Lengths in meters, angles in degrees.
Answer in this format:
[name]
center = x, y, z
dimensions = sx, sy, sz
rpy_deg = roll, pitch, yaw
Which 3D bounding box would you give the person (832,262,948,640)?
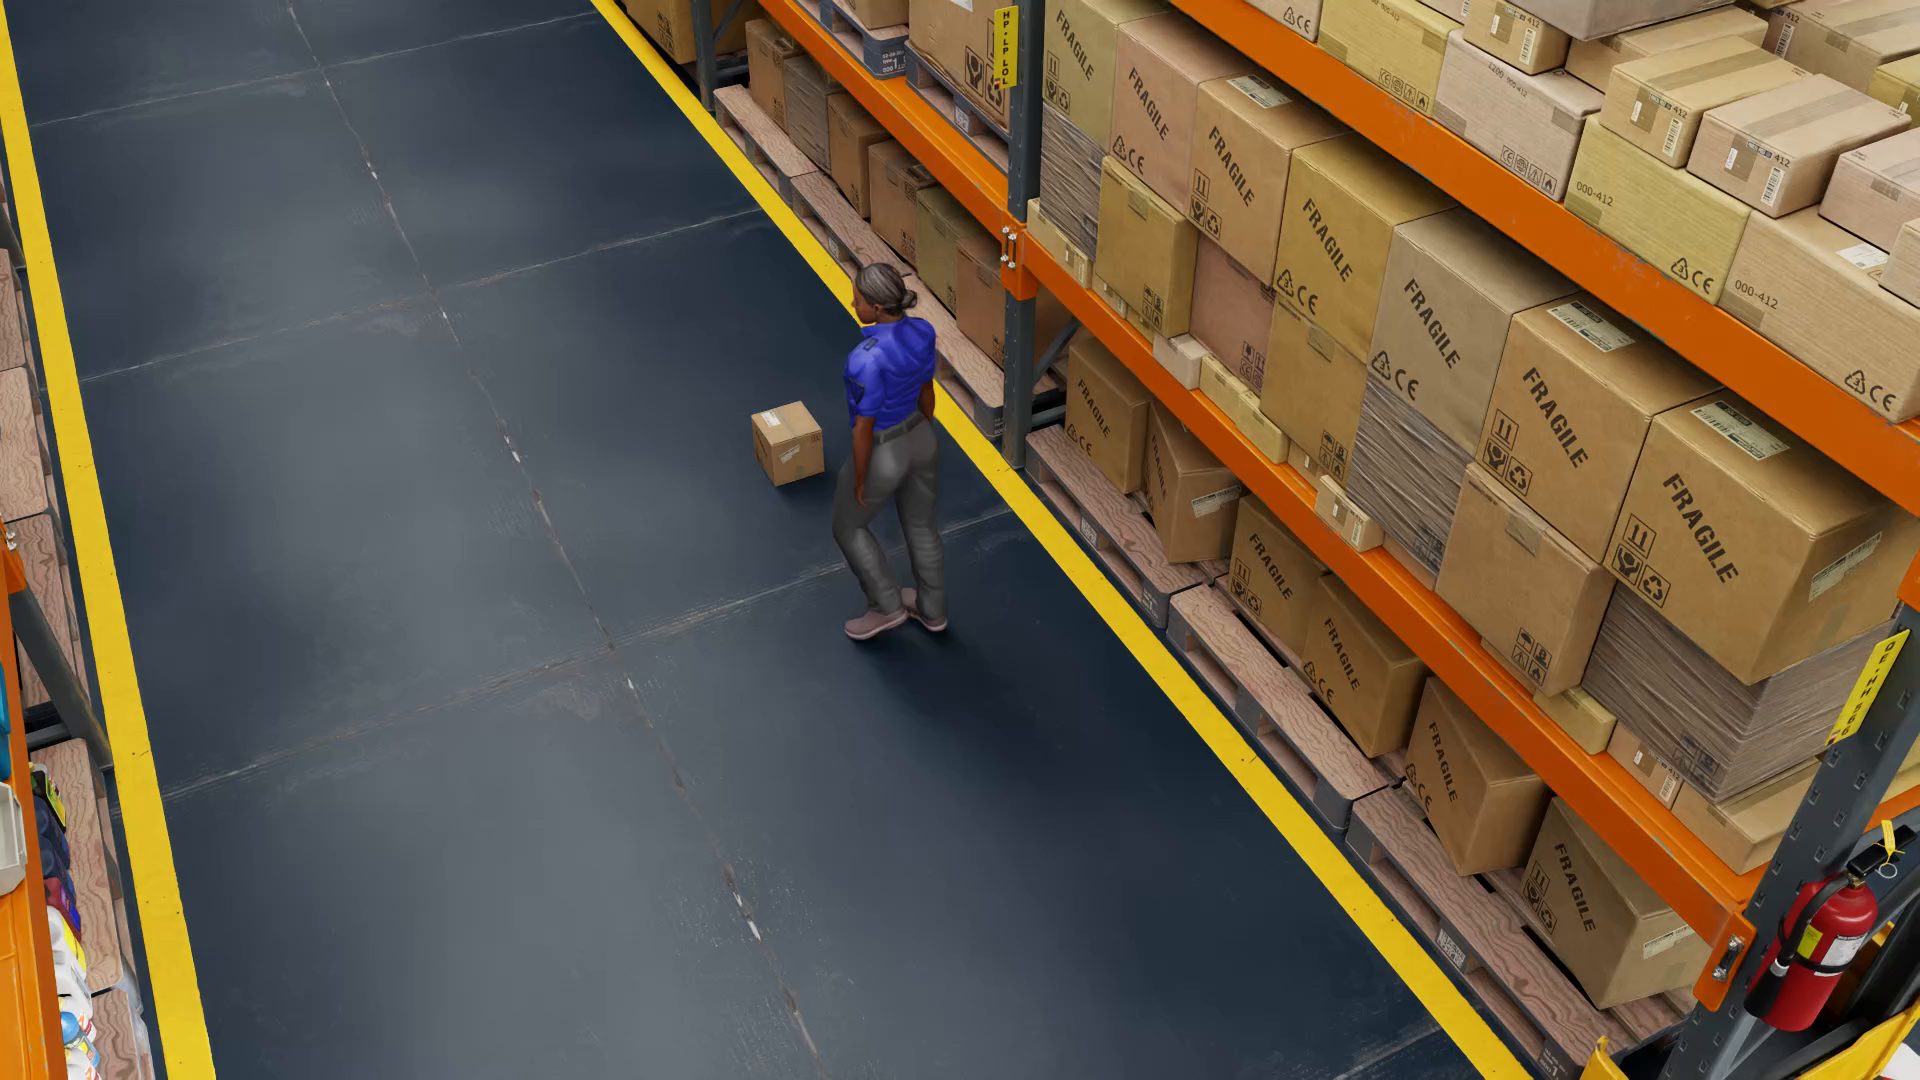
[person]
center = -0.246, -0.307, 6.498
dimensions = 0.455, 1.666, 0.516
rpy_deg = 32, 51, 31
